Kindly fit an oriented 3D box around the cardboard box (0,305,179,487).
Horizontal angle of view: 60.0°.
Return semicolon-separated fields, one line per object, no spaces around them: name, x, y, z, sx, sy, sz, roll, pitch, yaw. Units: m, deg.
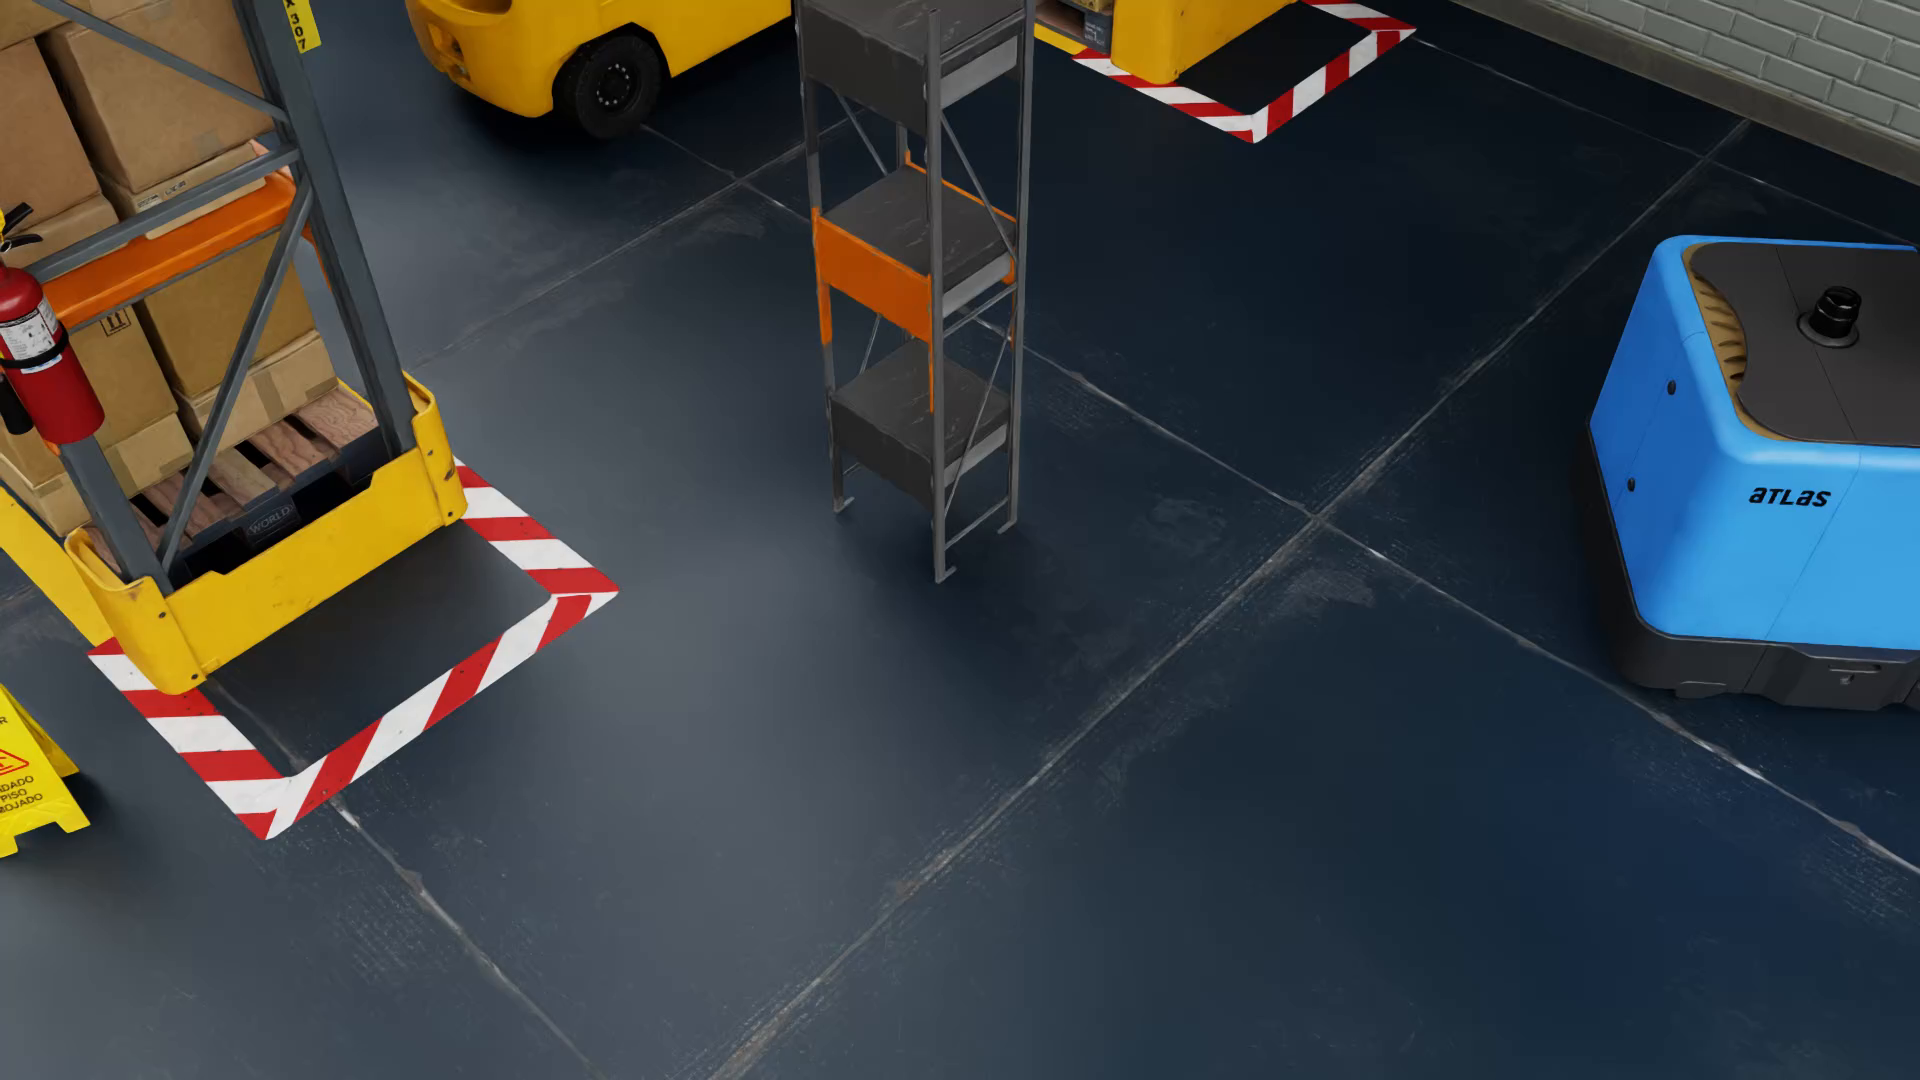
cardboard box;-2.940;-0.590;5.330;0.500;0.500;0.500;34;56;28

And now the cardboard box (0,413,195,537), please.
cardboard box;-2.968;-0.344;5.614;0.500;0.250;0.500;34;55;28

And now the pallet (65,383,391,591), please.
pallet;-2.803;-0.378;5.960;1.213;0.211;1.003;34;55;28

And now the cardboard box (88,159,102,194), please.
cardboard box;-2.479;-1.184;4.977;0.250;0.149;0.380;35;56;28

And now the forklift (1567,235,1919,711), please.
forklift;3.619;-0.788;4.480;3.031;2.935;1.130;3;47;3

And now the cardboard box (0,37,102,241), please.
cardboard box;-2.760;-1.131;4.482;0.500;0.500;0.500;33;55;27

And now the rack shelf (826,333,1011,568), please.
rack shelf;-0.122;-0.312;5.582;0.480;0.518;0.431;34;55;28

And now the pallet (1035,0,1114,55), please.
pallet;0.599;-2.936;8.362;1.213;0.211;1.003;34;55;28

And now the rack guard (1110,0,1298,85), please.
rack guard;1.207;-2.668;7.912;0.348;0.500;1.175;34;55;28

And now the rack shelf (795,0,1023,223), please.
rack shelf;-0.122;-1.270;4.561;0.480;0.518;0.431;34;55;28

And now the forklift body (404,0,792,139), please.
forklift body;-1.441;-3.205;7.284;1.214;2.155;2.313;34;55;28

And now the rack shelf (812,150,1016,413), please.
rack shelf;-0.122;-0.791;5.071;0.480;0.518;0.431;34;55;28

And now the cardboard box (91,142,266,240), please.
cardboard box;-2.283;-1.067;4.867;0.250;0.149;0.380;34;55;28

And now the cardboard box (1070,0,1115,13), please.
cardboard box;0.630;-2.801;7.920;0.500;0.250;0.500;34;56;28

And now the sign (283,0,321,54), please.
sign;-1.806;-1.461;4.471;0.005;0.325;0.100;34;55;28

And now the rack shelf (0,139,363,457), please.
rack shelf;-3.644;-1.617;5.704;4.000;0.370;1.077;34;55;28

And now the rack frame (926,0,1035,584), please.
rack frame;0.058;-0.680;4.948;0.015;2.100;0.400;34;55;28

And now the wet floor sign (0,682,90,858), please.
wet floor sign;-2.760;0.599;4.745;0.267;0.644;0.232;-21;50;-18

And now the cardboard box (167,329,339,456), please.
cardboard box;-2.579;-0.624;5.876;0.500;0.250;0.500;33;55;27

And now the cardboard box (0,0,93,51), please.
cardboard box;-2.698;-1.488;4.131;0.500;0.500;0.700;33;55;27

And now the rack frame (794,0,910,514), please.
rack frame;-0.301;-0.921;5.175;0.015;2.100;0.400;34;55;28

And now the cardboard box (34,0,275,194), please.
cardboard box;-2.334;-1.393;4.728;0.500;0.500;0.500;33;55;27

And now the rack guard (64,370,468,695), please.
rack guard;-2.230;-0.056;5.460;0.348;0.500;1.175;34;55;28

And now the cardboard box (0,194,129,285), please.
cardboard box;-2.594;-0.859;4.671;0.250;0.149;0.380;36;56;29

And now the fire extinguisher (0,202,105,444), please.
fire extinguisher;-2.403;-0.544;4.257;0.183;0.674;0.296;34;55;28

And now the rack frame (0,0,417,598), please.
rack frame;-2.174;-0.874;4.513;0.127;3.000;1.000;34;55;28

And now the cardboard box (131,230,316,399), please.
cardboard box;-2.597;-0.892;5.614;0.500;0.500;0.500;32;55;27

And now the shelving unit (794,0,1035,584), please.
shelving unit;-0.122;-0.801;5.061;0.503;2.100;0.431;34;55;28
